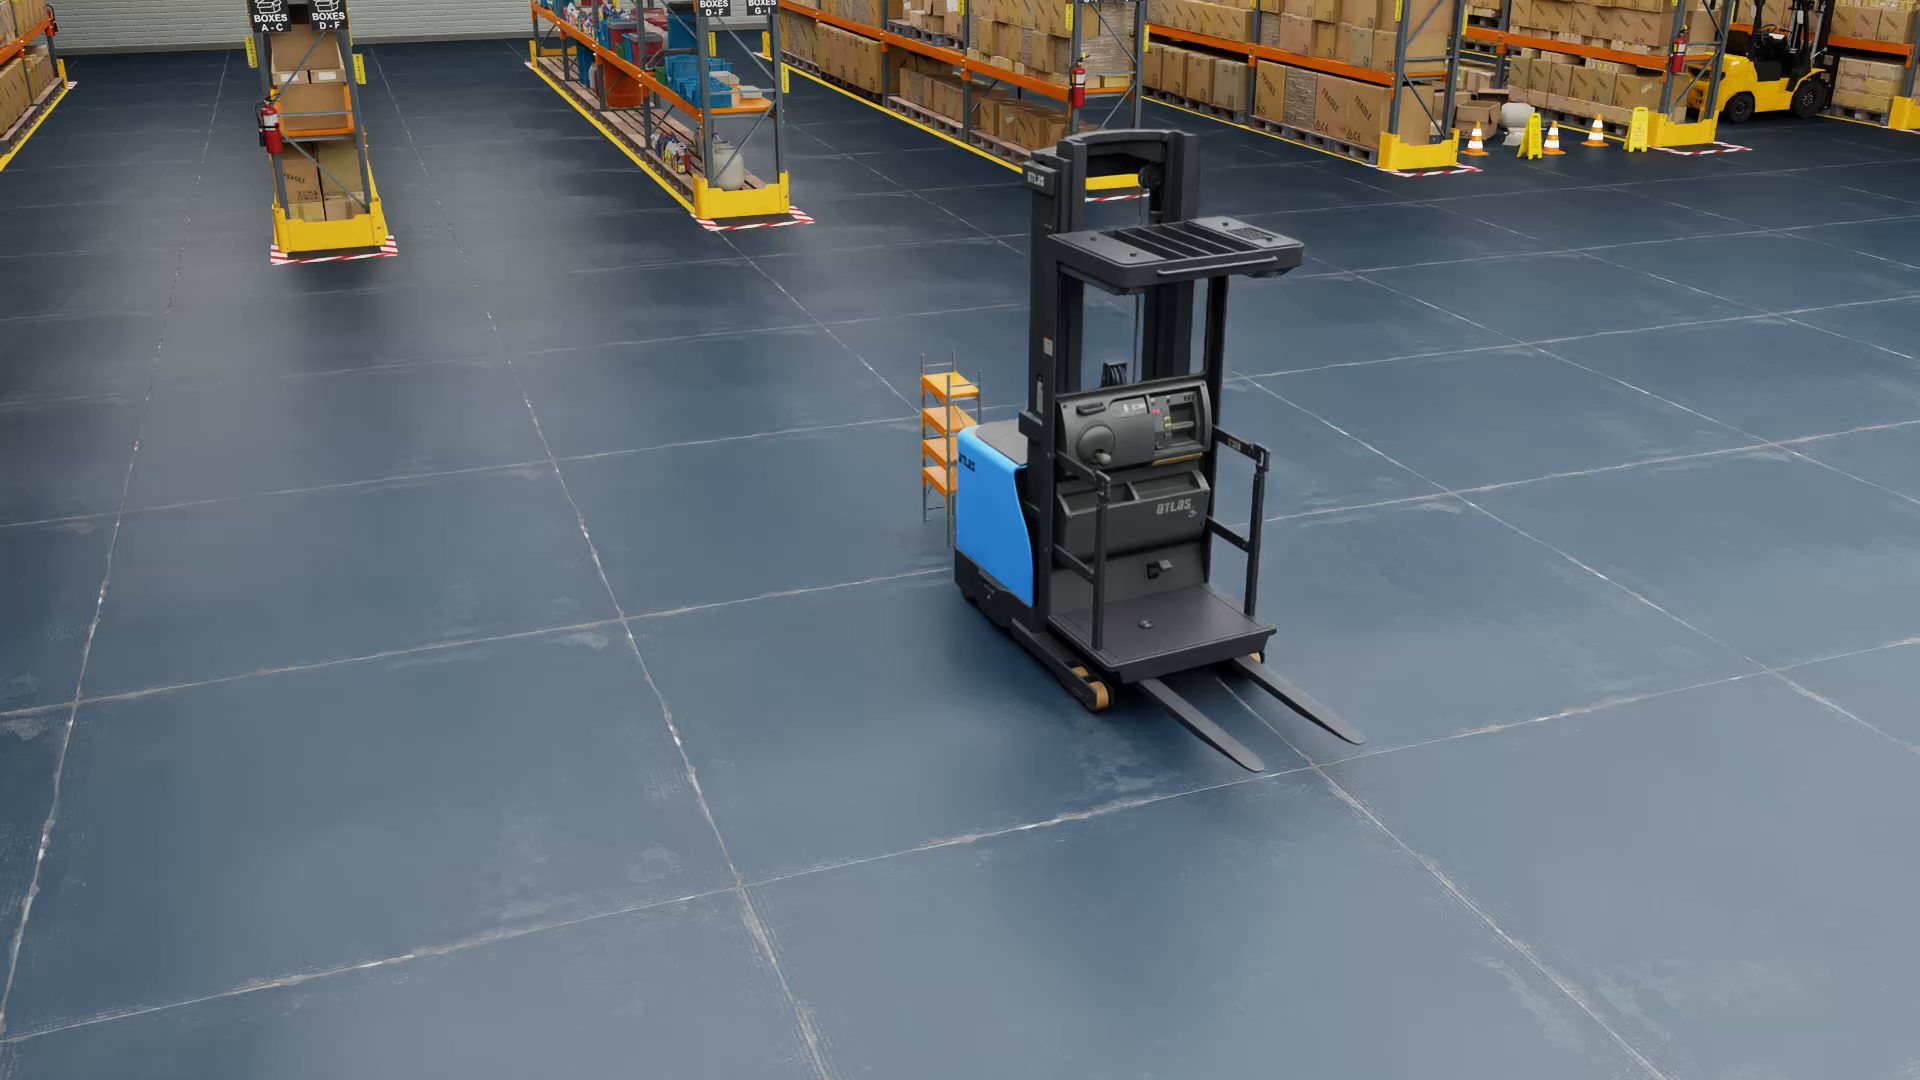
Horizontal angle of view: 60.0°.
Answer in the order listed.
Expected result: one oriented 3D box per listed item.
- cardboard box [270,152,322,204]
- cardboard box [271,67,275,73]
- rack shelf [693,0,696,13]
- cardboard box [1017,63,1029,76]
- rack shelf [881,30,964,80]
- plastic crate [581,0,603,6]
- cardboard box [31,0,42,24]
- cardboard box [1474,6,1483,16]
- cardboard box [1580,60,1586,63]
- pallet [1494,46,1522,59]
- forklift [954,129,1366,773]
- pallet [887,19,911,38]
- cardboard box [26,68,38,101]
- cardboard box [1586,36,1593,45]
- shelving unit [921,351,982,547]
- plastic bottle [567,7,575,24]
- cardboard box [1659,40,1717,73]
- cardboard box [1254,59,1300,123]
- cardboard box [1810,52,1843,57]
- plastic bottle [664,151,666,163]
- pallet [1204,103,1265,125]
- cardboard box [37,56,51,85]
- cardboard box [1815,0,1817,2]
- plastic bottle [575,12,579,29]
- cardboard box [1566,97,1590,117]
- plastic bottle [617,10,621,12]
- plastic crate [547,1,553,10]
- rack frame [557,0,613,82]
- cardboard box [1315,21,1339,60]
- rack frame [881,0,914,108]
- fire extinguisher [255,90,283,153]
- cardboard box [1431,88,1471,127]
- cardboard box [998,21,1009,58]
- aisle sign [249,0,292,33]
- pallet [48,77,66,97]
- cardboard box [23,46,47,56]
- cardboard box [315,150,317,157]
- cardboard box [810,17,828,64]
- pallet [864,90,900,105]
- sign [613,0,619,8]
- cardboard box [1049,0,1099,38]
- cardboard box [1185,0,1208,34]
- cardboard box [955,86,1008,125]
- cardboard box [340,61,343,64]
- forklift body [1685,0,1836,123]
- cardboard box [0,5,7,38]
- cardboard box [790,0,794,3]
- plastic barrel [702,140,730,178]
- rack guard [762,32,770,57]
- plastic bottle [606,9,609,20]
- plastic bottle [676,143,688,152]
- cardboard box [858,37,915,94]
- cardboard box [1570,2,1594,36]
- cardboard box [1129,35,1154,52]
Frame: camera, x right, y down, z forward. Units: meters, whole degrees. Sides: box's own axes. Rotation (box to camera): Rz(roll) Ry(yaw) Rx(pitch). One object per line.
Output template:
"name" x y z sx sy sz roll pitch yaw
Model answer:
"cardboard box" -7.790 -4.249 19.504 0.500 0.500 0.500 -8 24 -19
"cardboard box" -7.729 -5.376 19.179 0.380 0.149 0.250 -8 24 -18
"rack shelf" -3.393 -7.279 21.722 1.077 0.370 4.000 -8 24 -19
"cardboard box" 1.025 -6.671 23.539 0.380 0.149 0.250 -8 24 -19
"rack shelf" -0.173 -8.030 27.365 1.077 0.370 4.000 -8 24 -19
"plastic crate" -7.007 -10.278 31.613 0.402 0.464 0.583 -8 24 -19
"cardboard box" -17.150 -9.647 29.891 0.980 0.700 0.700 -9 24 -19
"cardboard box" 9.288 -9.319 29.282 0.380 0.149 0.250 -9 25 -21
"cardboard box" 10.628 -7.718 27.734 0.500 0.500 0.500 -7 24 -16
"pallet" 12.379 -10.564 36.042 1.003 0.211 1.213 -8 24 -19
"forklift" 1.063 -0.611 8.925 1.130 2.935 3.031 -11 25 -24
"pallet" -0.528 -8.755 28.407 1.213 0.211 1.003 -8 24 -19
"cardboard box" -16.362 -7.830 28.643 0.700 0.500 0.500 -8 24 -18
"cardboard box" 10.364 -8.090 26.905 0.380 0.149 0.250 -8 24 -19
"shelving unit" -0.058 -0.613 11.160 0.258 1.200 0.503 -8 24 -19
"plastic bottle" -6.989 -9.451 29.971 0.152 0.276 0.135 -8 24 -19
"cardboard box" 13.986 -9.247 31.844 0.875 0.625 0.625 -9 24 -20
"cardboard box" 5.367 -7.255 26.795 0.875 0.875 0.875 -8 24 -18
"cardboard box" 14.861 -8.287 28.761 0.500 0.250 0.500 -9 24 -20
"plastic bottle" -4.058 -5.343 23.102 0.097 0.201 0.097 0 23 0
"pallet" 4.867 -7.263 28.211 1.003 0.211 1.213 -8 24 -19
"cardboard box" -17.089 -8.575 30.411 0.700 0.500 0.500 -8 24 -19
"cardboard box" 14.842 -9.305 28.501 0.380 0.149 0.250 -9 24 -20
"plastic bottle" -6.694 -9.115 29.181 0.097 0.271 0.097 0 23 0
"cardboard box" 10.315 -7.103 27.239 0.500 0.250 0.500 -9 25 -21
"plastic bottle" -6.047 -9.257 29.510 0.152 0.276 0.135 -8 24 -19
"plastic crate" -7.822 -10.359 32.229 0.293 0.136 0.466 -8 24 -19
"rack frame" -6.926 -9.862 30.786 1.000 3.000 0.127 -8 24 -19
"cardboard box" 5.928 -7.627 25.291 0.875 0.550 0.500 -8 24 -19
"rack frame" -0.879 -9.088 28.950 1.000 3.000 0.127 -8 24 -19
"fire extinguisher" -7.715 -4.681 18.593 0.296 0.674 0.183 -8 24 -19
"cardboard box" 7.891 -7.083 27.231 0.797 0.637 0.503 -8 24 -19
"cardboard box" 1.050 -7.291 24.175 0.875 0.500 0.500 -8 24 -19
"aisle sign" -7.573 -5.957 18.174 0.394 0.787 0.004 -8 24 -19
"pallet" -17.251 -8.391 30.887 1.003 0.211 1.213 -8 24 -19
"cardboard box" -16.959 -8.941 30.445 0.380 0.149 0.250 -8 24 -18
"cardboard box" -9.153 -5.314 22.995 0.500 0.250 0.500 -9 24 -20
"cardboard box" -2.450 -10.007 33.324 0.875 0.875 0.875 -8 24 -19
"pallet" -1.087 -8.100 30.196 1.003 0.211 1.213 -8 24 -19
"sign" -6.410 -10.064 30.909 0.100 0.325 0.005 -8 24 -19
"cardboard box" 1.522 -6.991 22.175 0.500 0.500 0.500 -8 24 -19
"cardboard box" 4.237 -9.029 28.680 0.500 0.500 0.500 -9 24 -20
"cardboard box" 0.337 -6.911 26.438 0.700 0.500 0.500 -10 25 -23
"cardboard box" -7.442 -5.527 19.537 0.380 0.149 0.250 -8 24 -19
"forklift body" 13.484 -8.271 28.104 2.313 2.155 1.214 -8 24 -19
"cardboard box" -15.436 -8.194 26.291 0.500 0.500 0.500 -8 24 -19
"cardboard box" -3.250 -11.051 33.931 0.380 0.149 0.250 -8 24 -18
"plastic barrel" -3.168 -4.959 21.817 0.421 0.512 0.421 0 23 0
"rack guard" -3.714 -10.852 36.353 1.175 0.500 0.348 -8 24 -19
"plastic bottle" -6.287 -9.364 29.770 0.097 0.271 0.097 0 23 0
"plastic bottle" -3.856 -5.359 23.042 0.152 0.276 0.135 -8 24 -19
"cardboard box" -1.103 -8.556 29.883 1.225 0.875 0.875 -10 25 -21
"cardboard box" 10.261 -8.435 26.889 0.500 0.500 0.500 -8 24 -18
"cardboard box" 3.310 -9.331 31.240 0.500 0.250 0.500 -9 24 -20
